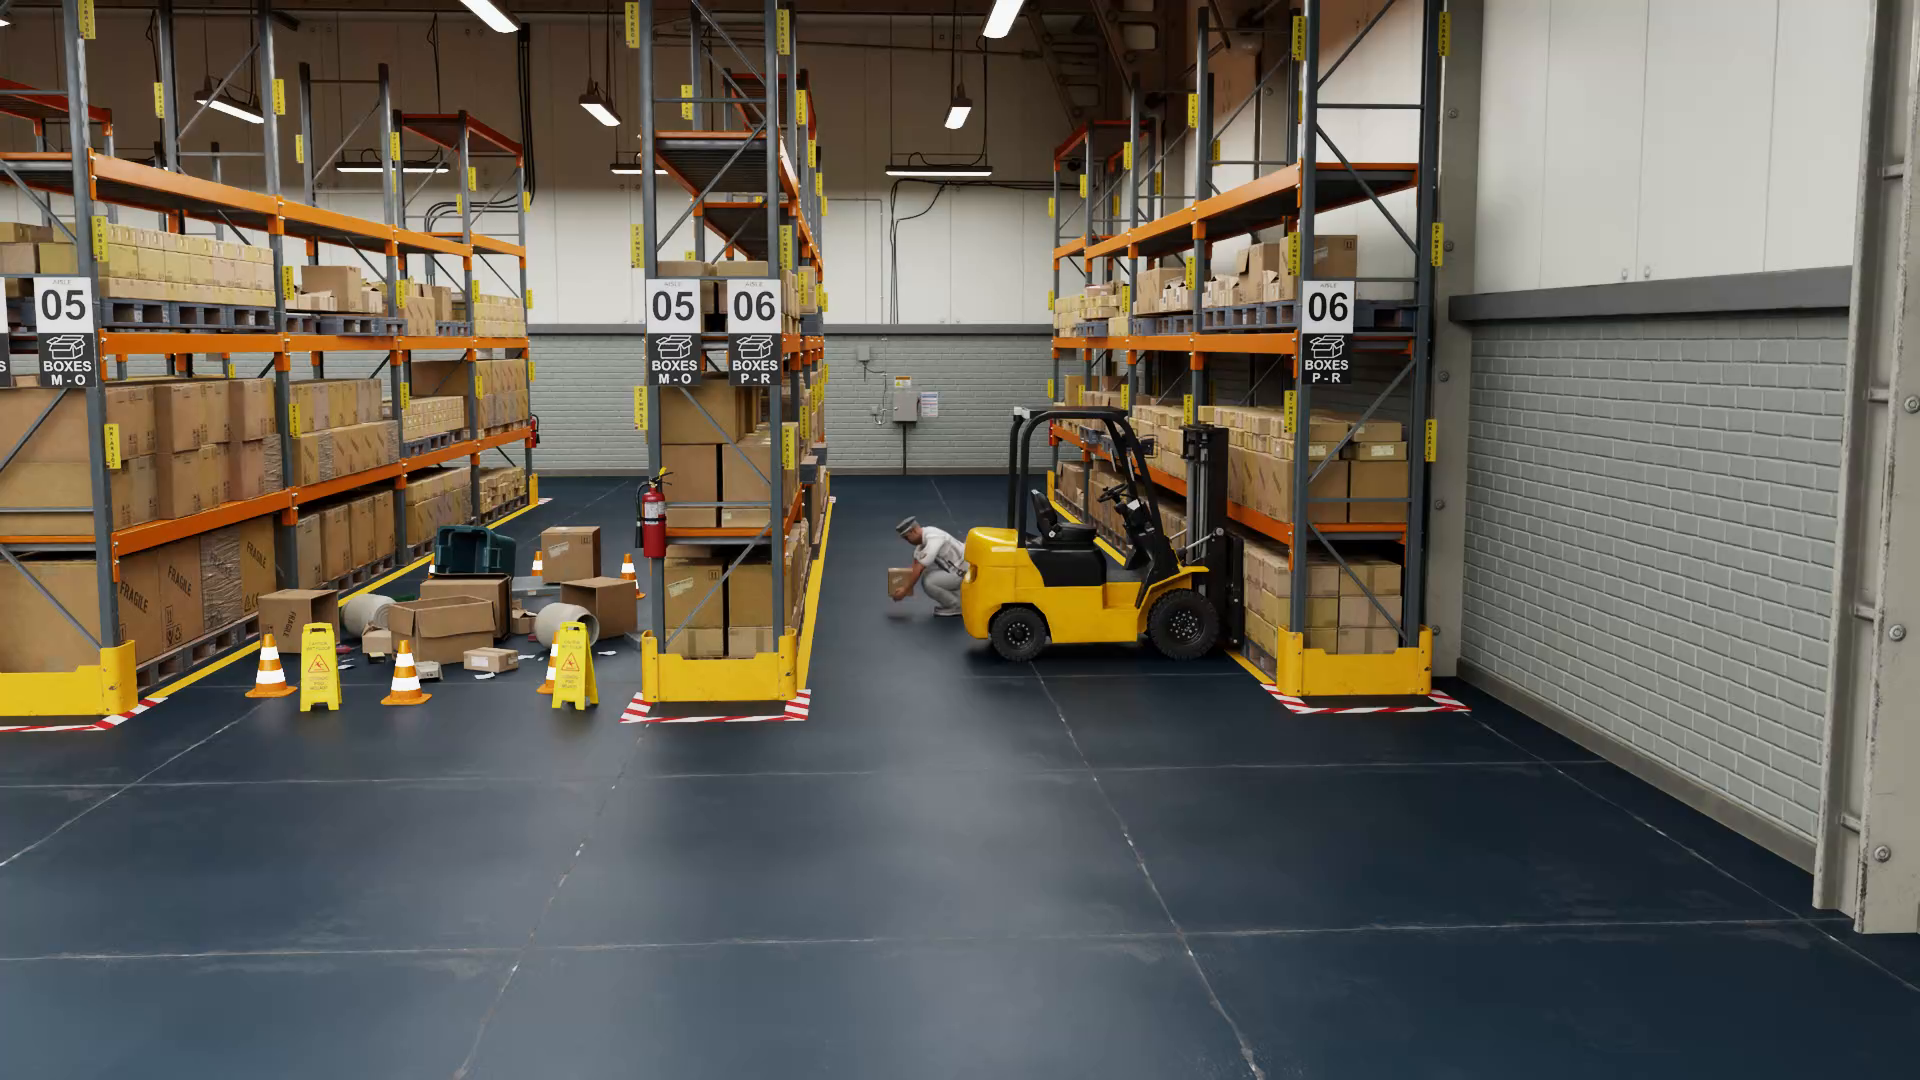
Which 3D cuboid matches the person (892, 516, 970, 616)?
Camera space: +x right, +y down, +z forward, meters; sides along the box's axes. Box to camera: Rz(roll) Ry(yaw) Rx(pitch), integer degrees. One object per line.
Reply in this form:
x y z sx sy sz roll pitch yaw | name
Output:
-0.235 0.252 16.792 0.909 1.008 0.560 0 7 -4 | person
